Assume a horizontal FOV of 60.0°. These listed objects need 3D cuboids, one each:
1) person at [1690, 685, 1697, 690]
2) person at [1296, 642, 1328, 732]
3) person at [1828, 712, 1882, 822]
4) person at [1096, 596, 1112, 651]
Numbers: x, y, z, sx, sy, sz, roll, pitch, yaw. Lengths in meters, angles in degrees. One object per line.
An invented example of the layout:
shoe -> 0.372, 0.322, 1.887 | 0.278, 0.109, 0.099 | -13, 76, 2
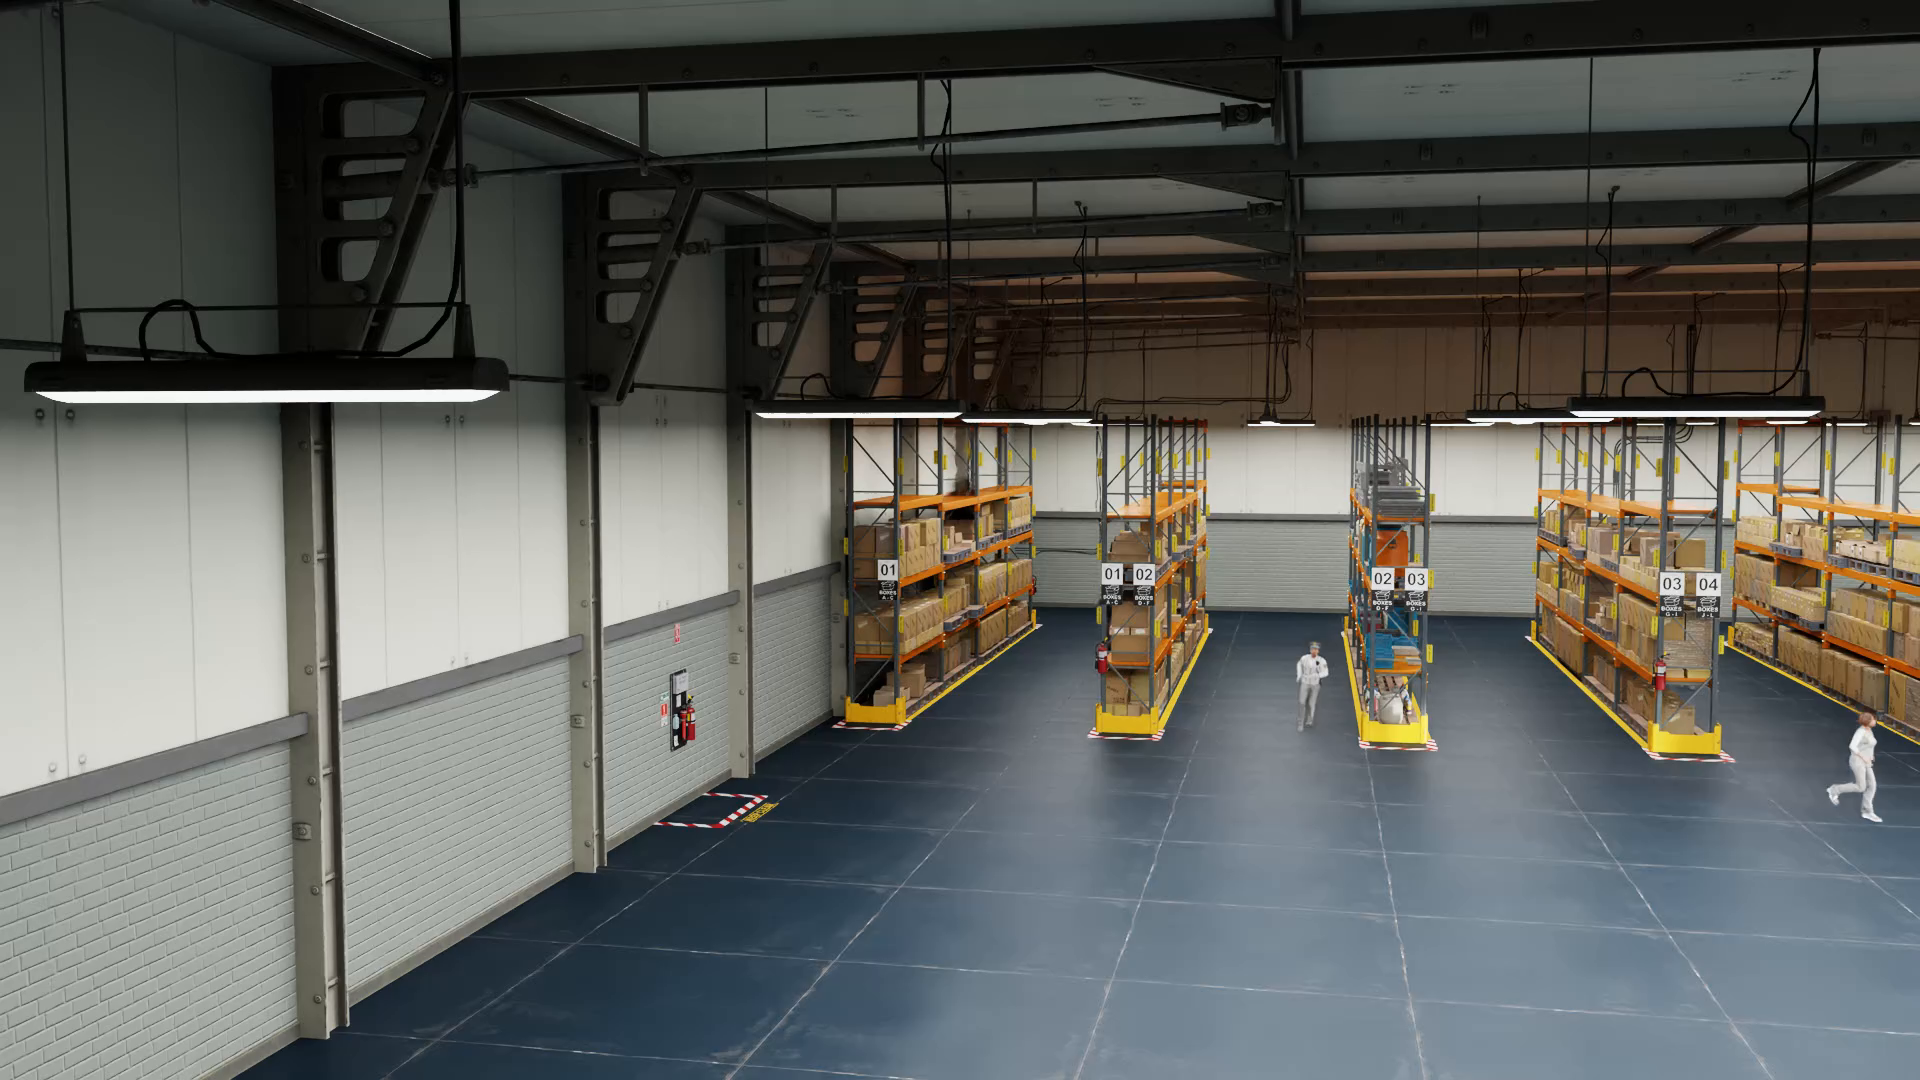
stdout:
person -> 16.073, 2.414, 36.816 | 0.678, 1.806, 0.811 | 1, 4, 11
person -> 6.726, 2.798, 31.772 | 0.622, 1.745, 0.762 | 1, 4, 19
person -> 13.263, 3.316, 24.544 | 0.715, 1.583, 0.566 | 4, 5, 43
person -> 3.846, 2.030, 43.096 | 0.670, 1.687, 0.575 | 1, 4, 10
